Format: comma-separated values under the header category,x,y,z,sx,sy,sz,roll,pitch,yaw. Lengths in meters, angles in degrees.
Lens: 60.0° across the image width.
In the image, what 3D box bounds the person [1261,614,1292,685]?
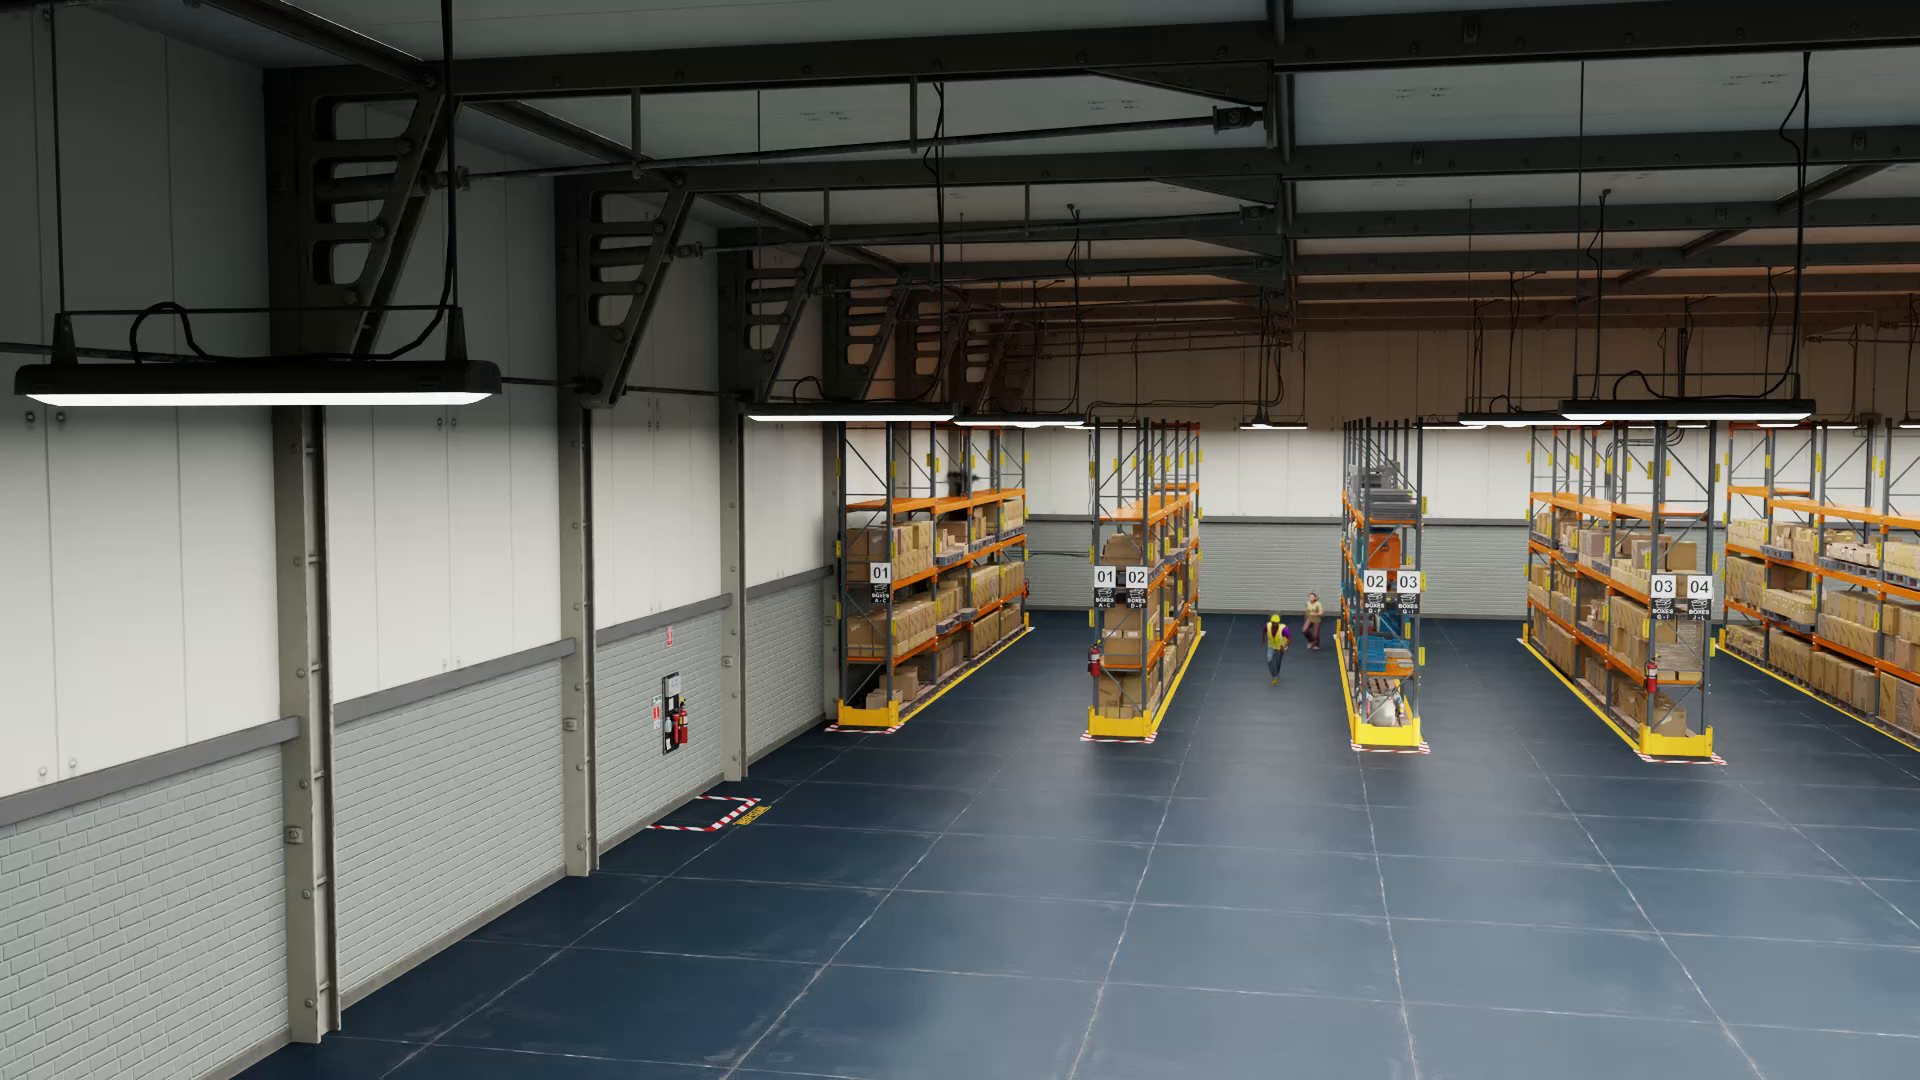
category,x,y,z,sx,sy,sz,roll,pitch,yaw
person,7.249,2.463,37.996,0.704,1.610,1.125,1,4,18

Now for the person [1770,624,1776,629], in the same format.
category,x,y,z,sx,sy,sz,roll,pitch,yaw
person,22.711,1.903,45.955,0.783,1.733,0.611,0,4,2

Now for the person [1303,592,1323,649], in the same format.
category,x,y,z,sx,sy,sz,roll,pitch,yaw
person,9.241,2.118,43.480,0.601,1.539,0.903,2,4,32
